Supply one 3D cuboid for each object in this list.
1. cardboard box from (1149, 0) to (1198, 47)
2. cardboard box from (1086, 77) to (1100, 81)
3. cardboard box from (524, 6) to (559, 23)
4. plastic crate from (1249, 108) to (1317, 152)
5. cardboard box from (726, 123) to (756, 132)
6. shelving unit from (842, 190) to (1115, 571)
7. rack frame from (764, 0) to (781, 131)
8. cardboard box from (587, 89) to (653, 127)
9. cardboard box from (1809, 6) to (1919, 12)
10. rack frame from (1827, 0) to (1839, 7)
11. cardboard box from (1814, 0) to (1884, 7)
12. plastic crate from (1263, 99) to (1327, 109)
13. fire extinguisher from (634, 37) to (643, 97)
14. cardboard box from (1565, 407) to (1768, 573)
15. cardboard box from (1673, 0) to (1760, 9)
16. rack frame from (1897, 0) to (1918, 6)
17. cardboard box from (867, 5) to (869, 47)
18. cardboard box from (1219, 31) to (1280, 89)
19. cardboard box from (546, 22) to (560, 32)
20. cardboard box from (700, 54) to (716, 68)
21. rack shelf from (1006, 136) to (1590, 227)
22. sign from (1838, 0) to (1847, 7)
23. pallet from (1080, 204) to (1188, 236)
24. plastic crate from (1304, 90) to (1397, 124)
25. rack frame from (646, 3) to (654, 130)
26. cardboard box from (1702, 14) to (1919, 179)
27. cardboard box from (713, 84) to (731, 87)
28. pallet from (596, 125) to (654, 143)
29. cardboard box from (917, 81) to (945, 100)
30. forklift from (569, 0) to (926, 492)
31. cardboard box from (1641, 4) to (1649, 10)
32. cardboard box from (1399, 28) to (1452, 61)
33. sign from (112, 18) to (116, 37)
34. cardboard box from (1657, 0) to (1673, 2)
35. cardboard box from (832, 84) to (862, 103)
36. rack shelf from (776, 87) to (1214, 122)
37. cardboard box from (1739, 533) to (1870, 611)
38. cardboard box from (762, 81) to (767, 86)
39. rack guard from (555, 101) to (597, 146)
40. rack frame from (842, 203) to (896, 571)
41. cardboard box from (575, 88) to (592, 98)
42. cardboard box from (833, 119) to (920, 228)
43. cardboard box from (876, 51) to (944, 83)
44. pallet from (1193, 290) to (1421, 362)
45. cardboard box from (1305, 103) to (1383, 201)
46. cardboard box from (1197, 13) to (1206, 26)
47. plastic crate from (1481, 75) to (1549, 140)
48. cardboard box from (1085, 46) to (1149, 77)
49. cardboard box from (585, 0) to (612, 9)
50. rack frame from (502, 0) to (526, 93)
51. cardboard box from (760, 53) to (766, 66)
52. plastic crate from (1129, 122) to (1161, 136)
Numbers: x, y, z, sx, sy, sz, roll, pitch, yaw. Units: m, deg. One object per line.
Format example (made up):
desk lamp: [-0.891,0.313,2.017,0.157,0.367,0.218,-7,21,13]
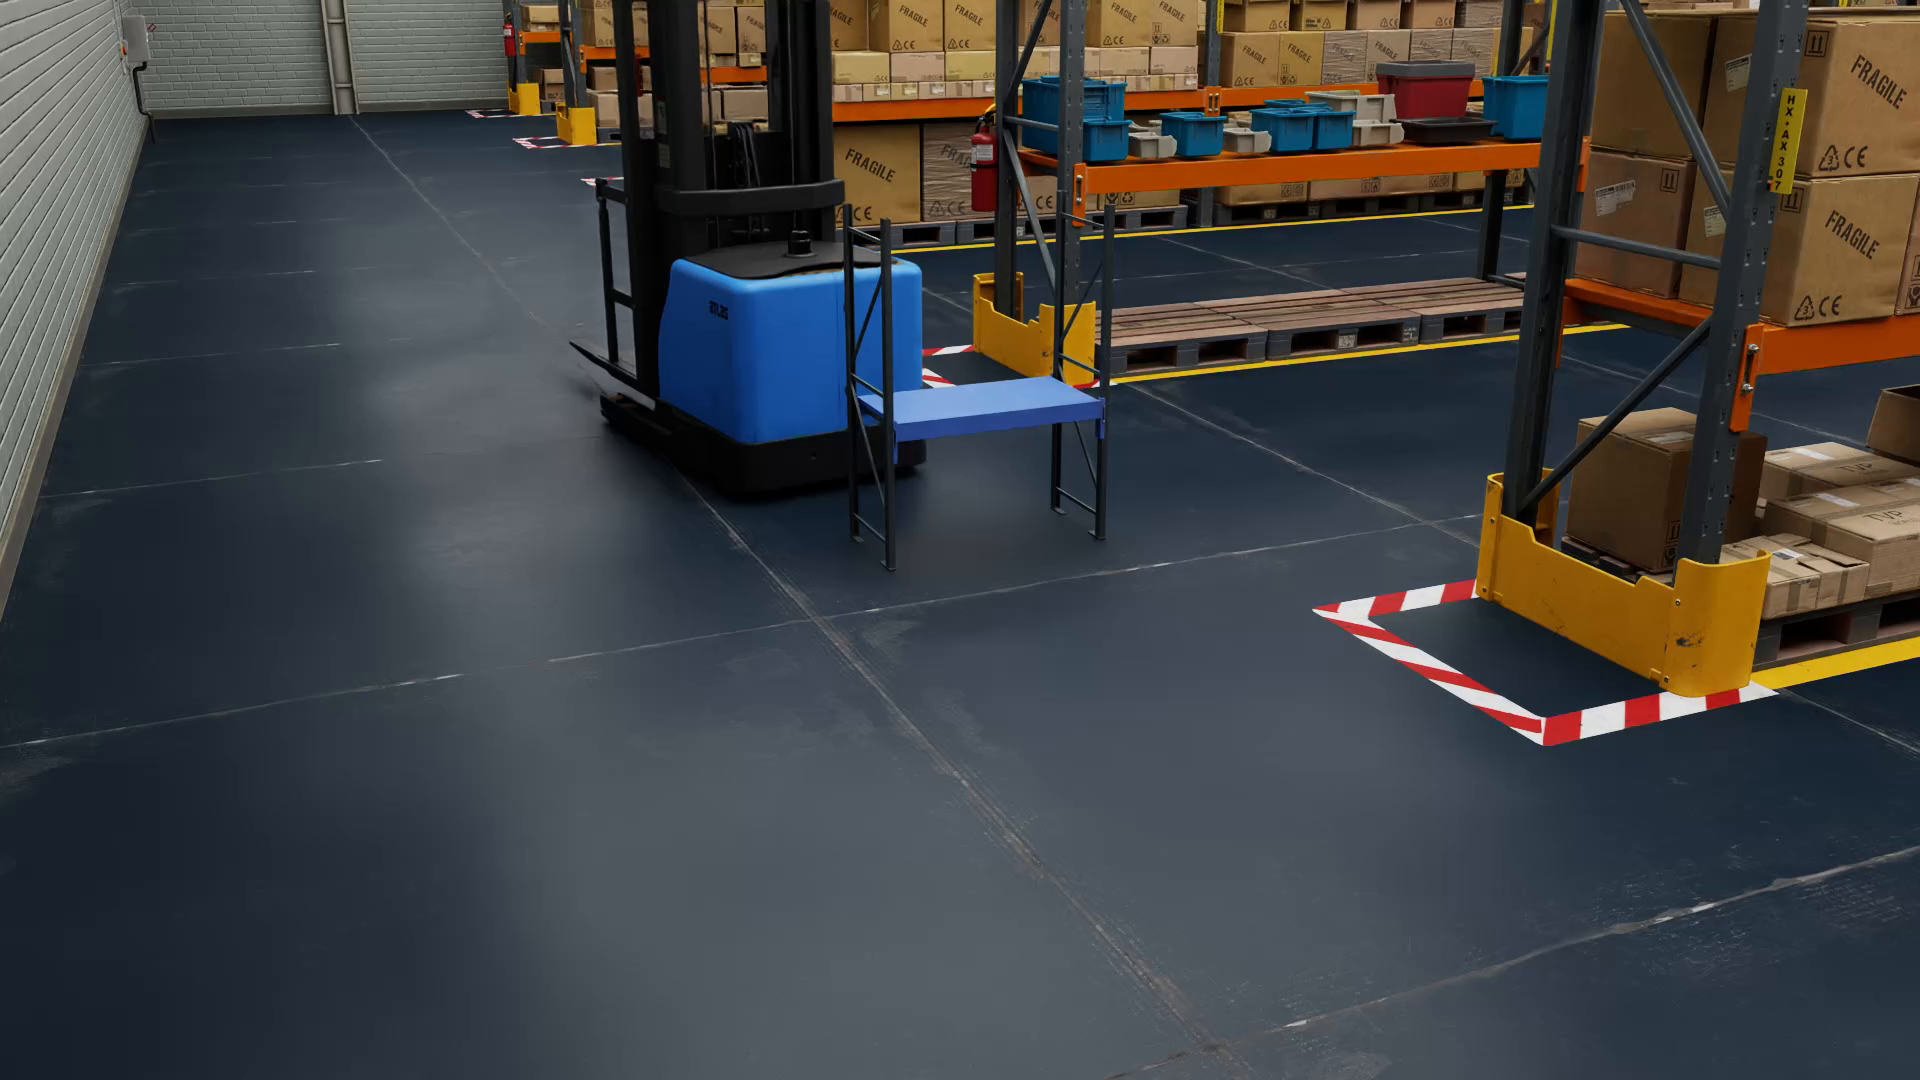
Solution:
cardboard box: [1.871,-4.865,15.473,0.500,0.500,0.500,-8,21,-20]
cardboard box: [1.092,-4.190,15.284,0.250,0.149,0.380,-8,21,-21]
cardboard box: [-6.858,-8.640,27.323,0.500,0.250,0.500,-8,21,-22]
plastic crate: [2.042,-2.602,10.558,0.300,0.233,0.416,-8,21,-22]
cardboard box: [-2.537,-4.756,19.278,0.250,0.149,0.380,-8,21,-21]
shelving unit: [0.078,-0.719,7.305,1.048,1.500,0.538,-8,21,-22]
rack frame: [-1.486,-4.058,14.530,0.127,3.000,1.000,-8,21,-22]
cardboard box: [-4.845,-6.187,23.802,0.875,0.438,0.875,-9,21,-24]
cardboard box: [3.672,-1.834,6.558,0.500,0.500,0.500,-8,21,-20]
rack frame: [9.532,-5.637,19.014,0.127,3.000,1.000,-8,21,-22]
cardboard box: [10.046,-6.277,18.730,0.500,0.500,0.500,-8,21,-22]
plastic crate: [2.260,-2.845,11.248,0.300,0.233,0.416,-8,21,-22]
fire extinguisher: [-3.772,-5.479,19.244,0.183,0.674,0.296,-8,21,-22]
cardboard box: [2.836,-0.212,6.708,0.500,0.500,0.500,-8,21,-22]
cardboard box: [8.748,-6.056,18.669,1.000,1.000,1.000,-8,21,-22]
rack frame: [7.822,-3.600,13.230,0.127,3.000,1.000,-8,21,-22]
cardboard box: [-0.952,-6.015,19.489,0.500,0.500,0.500,-8,21,-22]
cardboard box: [2.708,-4.616,15.964,0.500,0.500,0.500,-8,21,-22]
cardboard box: [-6.755,-8.482,27.473,0.250,0.149,0.380,-8,21,-21]
cardboard box: [-2.931,-5.408,18.743,0.250,0.149,0.380,-8,21,-22]
rack shelf: [2.312,-2.471,11.108,4.000,0.370,1.077,-8,21,-22]
sign: [9.756,-6.014,18.342,0.005,0.325,0.100,-8,21,-22]
pallet: [1.458,-3.193,16.272,1.213,0.211,1.003,-8,21,-22]
plastic crate: [2.674,-2.901,11.334,0.530,0.282,0.437,-8,21,-22]
rack frame: [-3.358,-5.584,18.864,0.127,3.000,1.000,-8,21,-22]
cardboard box: [2.946,-1.533,5.704,0.500,0.500,0.500,-7,21,-20]
cardboard box: [-4.103,-7.810,28.847,0.250,0.149,0.380,-9,21,-24]
pallet: [-4.708,-5.894,23.943,1.213,0.211,1.003,-8,21,-22]
cardboard box: [-0.320,-3.988,14.711,0.250,0.149,0.380,-8,21,-23]
forklift: [-1.368,-2.050,8.931,1.130,2.935,3.031,-11,22,-29]
cardboard box: [9.480,-7.500,24.080,0.500,0.550,0.875,-8,21,-22]
cardboard box: [4.569,-4.884,16.726,0.500,0.500,0.500,-9,21,-24]
sign: [-10.617,-6.436,20.877,0.001,0.218,0.327,-8,21,-22]
cardboard box: [9.941,-8.099,24.156,0.550,0.550,0.875,-8,21,-22]
cardboard box: [-1.029,-3.886,14.419,0.250,0.149,0.380,-8,21,-21]
rack shelf: [0.350,-3.982,15.397,4.000,0.370,1.077,-8,21,-22]
cardboard box: [3.185,0.109,6.299,0.250,0.166,0.380,-8,21,-22]
cardboard box: [-3.175,-8.133,29.237,0.500,0.500,0.500,-7,21,-20]
rack guard: [-5.433,-5.898,23.520,0.348,0.500,1.175,-8,21,-22]
rack frame: [-0.388,-0.652,7.115,0.032,1.500,0.500,-8,21,-22]
cardboard box: [-6.376,-7.542,28.086,0.250,0.149,0.380,-9,21,-24]
cardboard box: [-0.930,-3.362,15.122,0.875,0.875,0.875,-8,21,-22]
cardboard box: [-0.464,-4.179,14.651,0.500,0.250,0.500,-8,21,-23]
pallet: [2.367,-1.488,11.431,1.213,0.211,1.003,-8,21,-22]
cardboard box: [3.587,-3.988,16.899,0.875,0.875,1.225,-9,21,-24]
cardboard box: [3.000,-6.548,20.902,0.250,0.149,0.380,-8,21,-22]
plastic crate: [3.855,-2.929,11.258,0.575,0.384,0.392,-8,21,-22]
cardboard box: [1.411,-4.447,15.413,0.500,0.250,0.500,-7,21,-20]
cardboard box: [-4.858,-7.575,22.863,0.500,0.500,0.500,-9,21,-23]
rack frame: [-7.381,-8.593,27.411,0.127,3.000,1.000,-8,21,-22]
cardboard box: [-2.261,-5.549,19.144,0.250,0.149,0.380,-7,21,-19]
plastic crate: [1.153,-2.614,10.736,0.243,0.136,0.396,-8,21,-22]
